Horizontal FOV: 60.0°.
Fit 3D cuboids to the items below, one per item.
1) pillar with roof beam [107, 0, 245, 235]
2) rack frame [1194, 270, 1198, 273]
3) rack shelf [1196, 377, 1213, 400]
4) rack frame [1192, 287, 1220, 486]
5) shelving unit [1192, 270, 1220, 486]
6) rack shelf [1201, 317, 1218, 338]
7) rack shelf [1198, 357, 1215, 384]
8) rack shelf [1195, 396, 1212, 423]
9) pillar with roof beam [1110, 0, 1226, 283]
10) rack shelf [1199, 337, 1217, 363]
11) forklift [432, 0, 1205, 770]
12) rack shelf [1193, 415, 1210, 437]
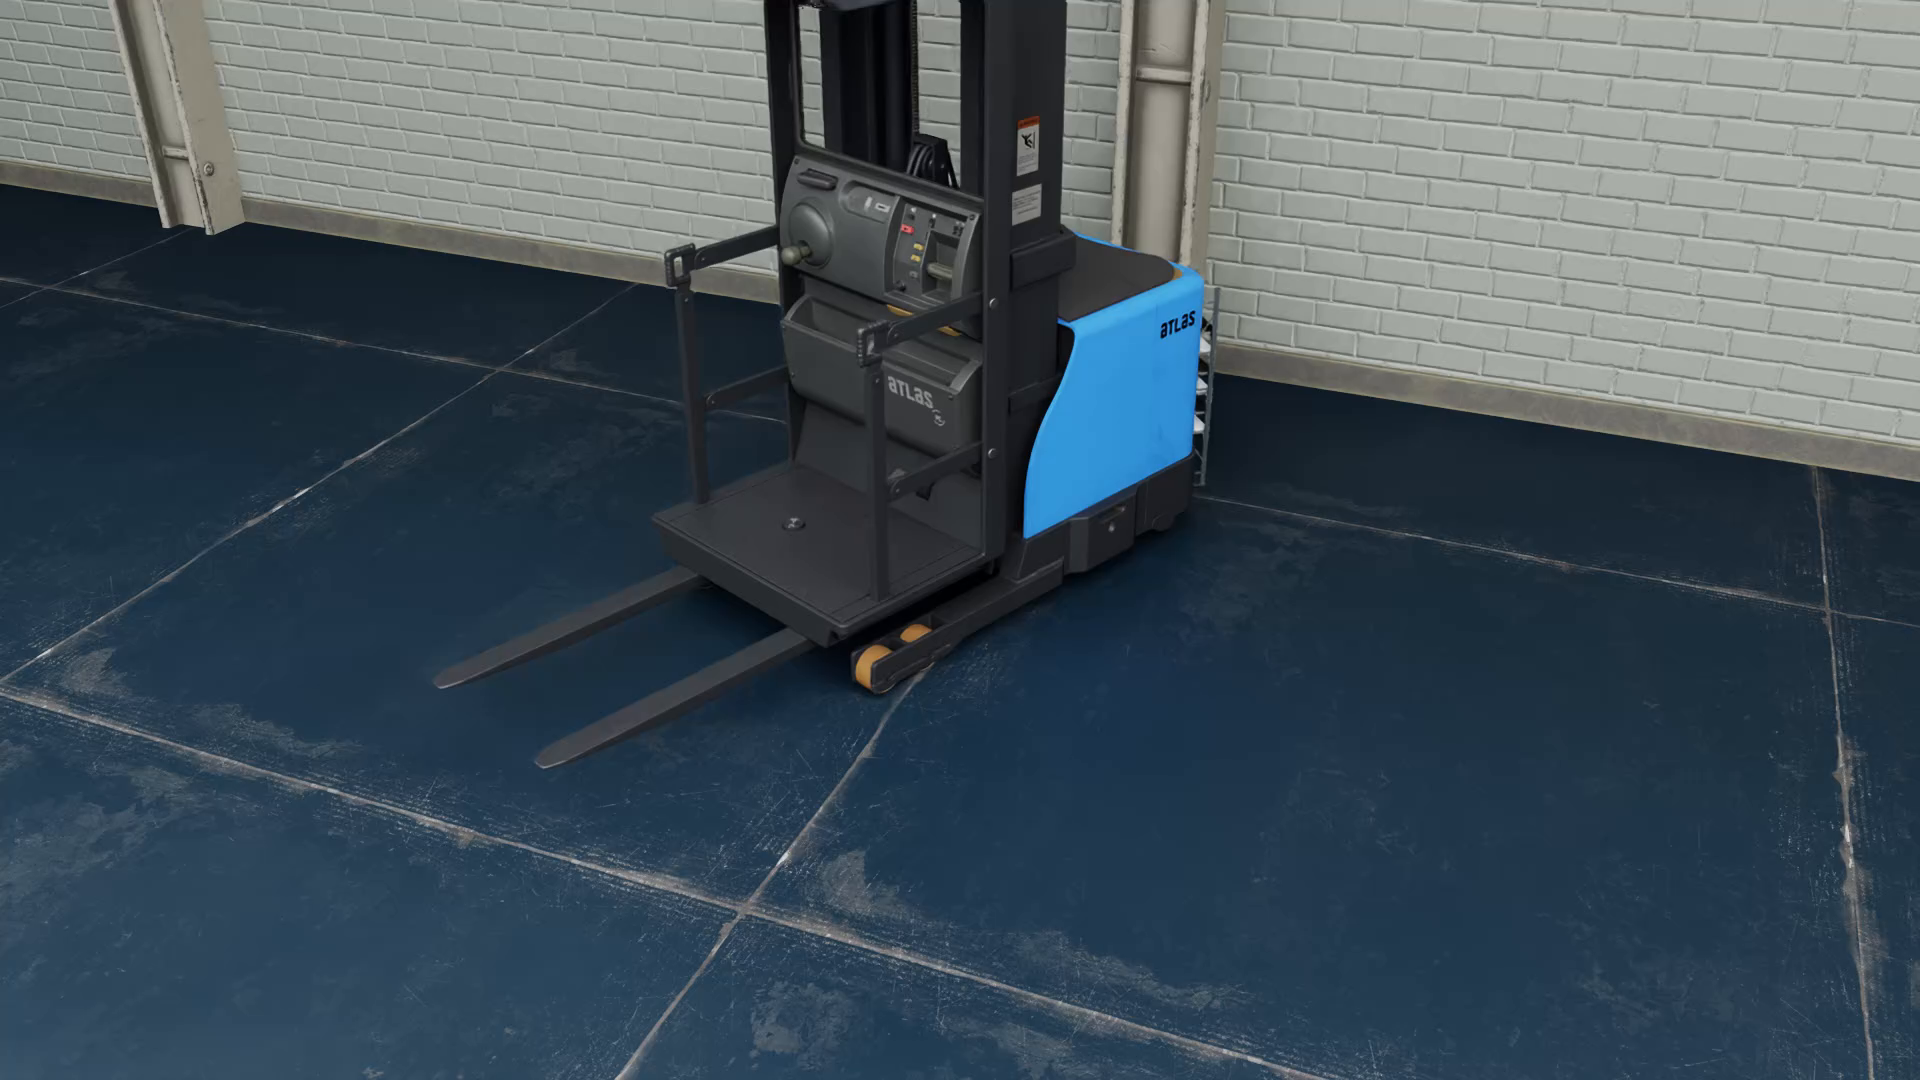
[{"bbox_3d":[-6.235,-3.893,4.492,0.400,9.000,9.100,11,31,19],"label":"pillar with roof beam"},{"bbox_3d":[0.875,-0.709,7.089,0.240,0.900,0.006,-9,31,-16],"label":"rack frame"},{"bbox_3d":[0.907,-0.632,7.021,0.258,0.077,0.200,-9,31,-16],"label":"rack shelf"},{"bbox_3d":[0.940,-0.614,6.921,0.240,0.900,0.006,-9,31,-16],"label":"rack frame"},{"bbox_3d":[0.907,-0.661,7.005,0.258,0.900,0.210,-9,31,-16],"label":"shelving unit"},{"bbox_3d":[0.907,-0.867,6.889,0.258,0.077,0.200,-9,31,-16],"label":"rack shelf"},{"bbox_3d":[0.907,-0.711,6.977,0.258,0.077,0.200,-9,31,-16],"label":"rack shelf"},{"bbox_3d":[0.907,-0.554,7.066,0.258,0.077,0.200,-9,31,-16],"label":"rack shelf"},{"bbox_3d":[-0.675,-2.783,2.528,0.400,9.000,9.100,11,31,19],"label":"pillar with roof beam"},{"bbox_3d":[0.907,-0.789,6.933,0.258,0.077,0.200,-9,31,-16],"label":"rack shelf"},{"bbox_3d":[-0.437,-1.028,5.590,1.130,2.935,3.031,26,39,38],"label":"forklift"},{"bbox_3d":[0.907,-0.475,7.110,0.258,0.077,0.200,-9,31,-16],"label":"rack shelf"}]
